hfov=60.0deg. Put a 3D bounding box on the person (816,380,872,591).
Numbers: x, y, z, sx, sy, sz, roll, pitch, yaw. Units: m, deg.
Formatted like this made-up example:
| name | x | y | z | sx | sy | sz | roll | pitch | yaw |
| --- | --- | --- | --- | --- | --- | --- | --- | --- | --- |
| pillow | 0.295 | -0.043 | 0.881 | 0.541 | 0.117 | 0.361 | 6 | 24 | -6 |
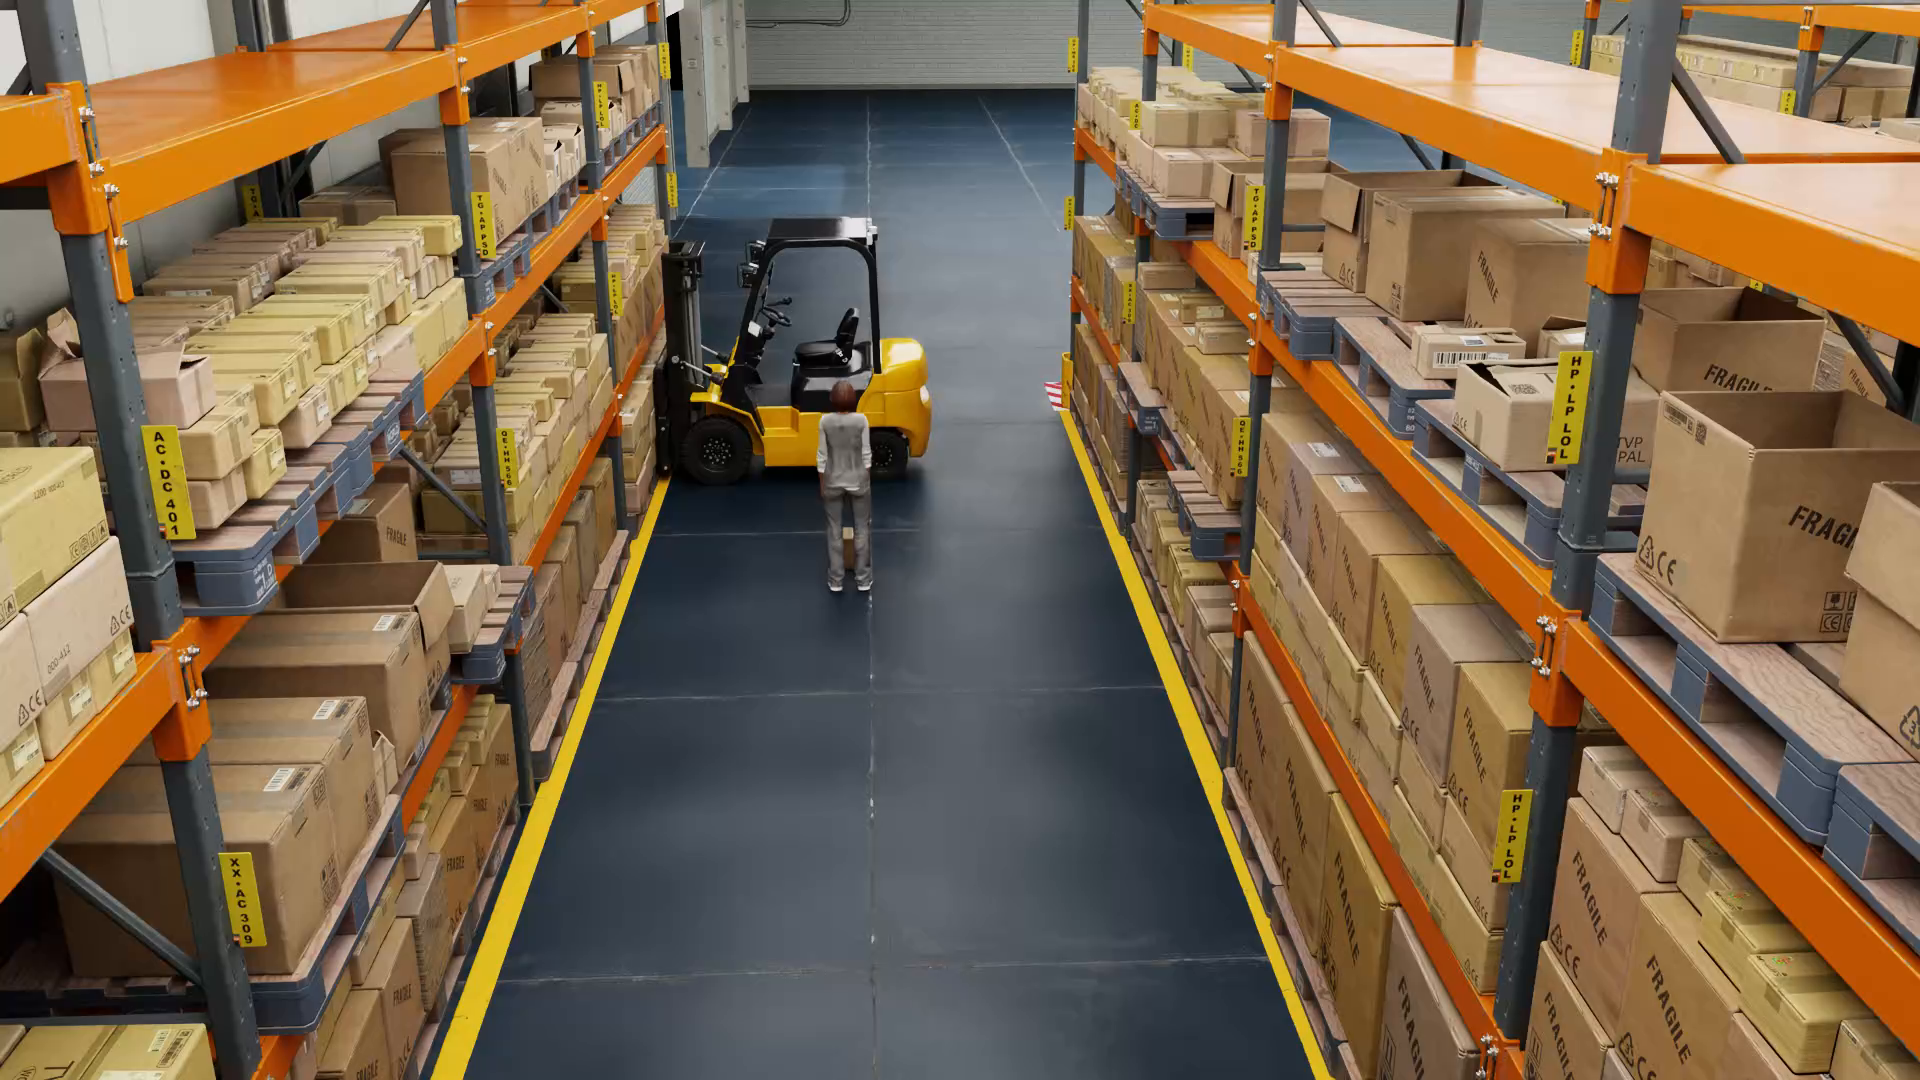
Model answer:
| name | x | y | z | sx | sy | sz | roll | pitch | yaw |
| --- | --- | --- | --- | --- | --- | --- | --- | --- | --- |
| person | -0.842 | -0.396 | 12.142 | 0.404 | 1.599 | 0.307 | -1 | 21 | -2 |
